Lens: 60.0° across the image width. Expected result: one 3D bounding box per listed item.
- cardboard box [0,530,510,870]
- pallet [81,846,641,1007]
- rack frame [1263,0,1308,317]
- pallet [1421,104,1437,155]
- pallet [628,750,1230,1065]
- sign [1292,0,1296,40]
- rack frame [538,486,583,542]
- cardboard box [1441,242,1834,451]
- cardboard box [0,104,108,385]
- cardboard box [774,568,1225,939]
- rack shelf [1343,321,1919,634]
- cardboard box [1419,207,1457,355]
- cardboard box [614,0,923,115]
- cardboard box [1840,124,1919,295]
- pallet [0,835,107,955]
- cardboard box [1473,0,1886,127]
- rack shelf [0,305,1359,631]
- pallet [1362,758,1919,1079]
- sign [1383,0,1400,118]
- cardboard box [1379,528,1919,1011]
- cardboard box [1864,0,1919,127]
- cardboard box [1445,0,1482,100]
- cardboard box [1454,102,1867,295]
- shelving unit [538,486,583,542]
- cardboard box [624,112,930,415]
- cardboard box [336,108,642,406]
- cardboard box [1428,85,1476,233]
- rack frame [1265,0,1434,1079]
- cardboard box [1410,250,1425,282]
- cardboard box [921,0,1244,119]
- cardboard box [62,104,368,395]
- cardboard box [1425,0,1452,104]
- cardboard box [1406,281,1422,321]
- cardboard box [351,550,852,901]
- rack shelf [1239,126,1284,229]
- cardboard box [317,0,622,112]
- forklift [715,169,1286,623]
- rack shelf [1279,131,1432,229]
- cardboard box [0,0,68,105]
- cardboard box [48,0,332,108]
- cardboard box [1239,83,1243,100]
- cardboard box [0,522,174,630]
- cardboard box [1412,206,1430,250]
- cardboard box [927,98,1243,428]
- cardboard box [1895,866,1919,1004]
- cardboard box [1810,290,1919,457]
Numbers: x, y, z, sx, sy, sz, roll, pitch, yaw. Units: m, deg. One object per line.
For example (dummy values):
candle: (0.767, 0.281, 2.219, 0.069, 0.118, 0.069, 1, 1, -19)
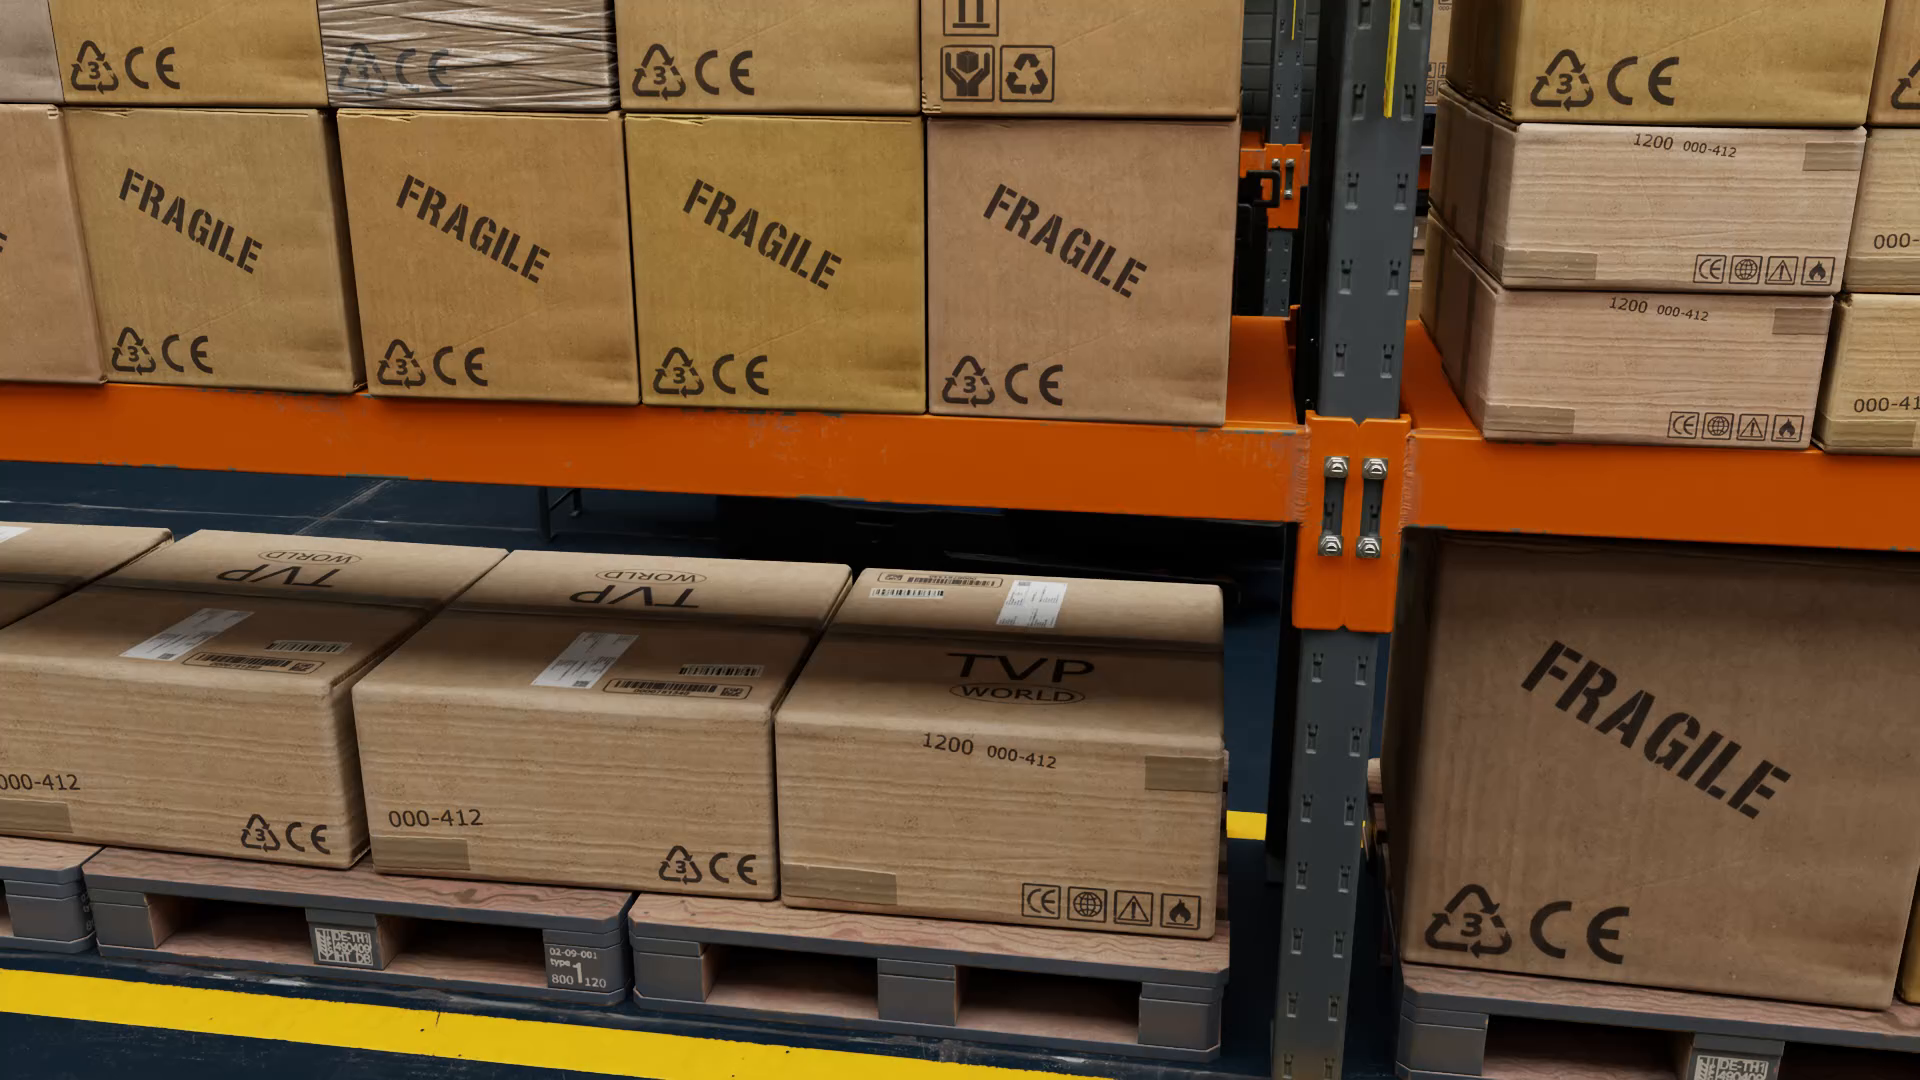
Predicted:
cardboard box: (-1.644, 0.338, 3.943, 0.875, 0.438, 0.875, 3, 19, 10)
pallet: (-1.214, 0.677, 3.948, 1.213, 0.211, 1.003, 3, 19, 9)
rack frame: (1.516, -2.077, 7.785, 0.127, 3.000, 1.000, 3, 19, 9)
pallet: (2.288, -1.912, 7.593, 1.213, 0.211, 1.003, 3, 19, 9)
pallet: (-0.006, 0.737, 3.767, 1.213, 0.211, 1.003, 3, 19, 9)
sign: (1.438, -2.318, 7.138, 0.005, 0.325, 0.100, 3, 19, 9)
rack frame: (-1.544, -0.766, 6.229, 0.023, 1.500, 0.400, 2, 19, 6)
cardboard box: (1.125, -0.346, 2.847, 0.500, 0.250, 0.500, 2, 19, 7)
cardboard box: (-1.785, -0.609, 3.238, 0.500, 0.500, 0.500, 3, 19, 8)
cardboard box: (0.130, 0.428, 3.671, 0.875, 0.438, 0.875, 3, 19, 8)
rack shelf: (2.707, -0.080, 2.950, 4.000, 0.370, 1.077, 3, 19, 9)
cardboard box: (1.216, -0.508, 3.329, 0.500, 0.250, 0.500, 2, 19, 7)
cardboard box: (-0.277, -1.009, 2.858, 0.500, 0.500, 0.500, 3, 19, 8)
cardboard box: (1.642, -0.560, 2.699, 0.500, 0.250, 0.500, 3, 19, 10)
pallet: (-2.415, 0.615, 4.134, 1.213, 0.211, 1.003, 3, 19, 9)
cardboard box: (1.122, -0.932, 2.627, 0.500, 0.500, 0.500, 3, 19, 9)
rack shelf: (-1.242, -0.282, 3.552, 4.000, 0.370, 1.077, 3, 19, 9)
pallet: (1.506, 0.815, 3.534, 1.213, 0.211, 1.003, 3, 19, 9)
sign: (0.646, -0.796, 2.467, 0.005, 0.325, 0.100, 3, 19, 9)
cardboard box: (1.358, 0.292, 3.389, 0.875, 0.875, 0.875, 4, 19, 10)
cardboard box: (1.628, -0.915, 2.576, 0.500, 0.500, 0.500, 3, 19, 8)
cardboard box: (1.214, -1.100, 3.130, 0.500, 0.500, 0.500, 4, 19, 10)
cardboard box: (1.122, -0.578, 2.751, 0.500, 0.250, 0.500, 2, 19, 7)
shelving unit: (-1.180, -0.753, 6.191, 0.755, 1.500, 0.431, 2, 19, 6)
cardboard box: (-0.275, -0.537, 3.023, 0.500, 0.500, 0.500, 2, 19, 7)
cardboard box: (-0.773, -0.558, 3.085, 0.500, 0.500, 0.500, 3, 19, 8)
cardboard box: (1.207, -0.742, 3.242, 0.500, 0.250, 0.500, 3, 19, 9)
rack frame: (0.733, -0.522, 3.137, 0.127, 3.000, 1.000, 3, 19, 9)
cardboard box: (2.114, -1.308, 7.739, 0.250, 0.149, 0.380, 2, 19, 7)
cardboard box: (0.223, -0.981, 2.774, 0.500, 0.500, 0.500, 3, 19, 8)
cardboard box: (-1.288, -0.589, 3.178, 0.500, 0.500, 0.500, 4, 19, 10)
cardboard box: (1.958, -2.230, 7.420, 0.500, 0.500, 0.700, 3, 19, 10)
cardboard box: (1.958, -0.996, 7.831, 0.500, 0.500, 0.500, 4, 19, 11)
cardboard box: (-0.754, 0.384, 3.805, 0.875, 0.438, 0.875, 2, 19, 7)
rack shelf: (-0.458, -1.837, 8.200, 4.000, 0.370, 1.077, 3, 19, 9)
cardboard box: (-0.781, -1.032, 2.926, 0.500, 0.500, 0.500, 3, 19, 9)
forklift: (0.706, -1.299, 5.567, 3.031, 2.935, 1.130, 5, 19, 14)
rack shelf: (3.491, -1.636, 7.598, 4.000, 0.370, 1.077, 3, 19, 9)
cardboard box: (-1.767, -1.084, 3.084, 0.500, 0.500, 0.500, 3, 19, 8)
cardboard box: (-1.275, -1.060, 3.009, 0.500, 0.500, 0.500, 3, 19, 9)
cardboard box: (0.311, -0.675, 3.436, 0.500, 0.500, 0.500, 4, 19, 10)
cardboard box: (-2.549, 0.294, 4.073, 0.875, 0.438, 0.875, 2, 19, 7)
cardboard box: (2.092, -1.440, 7.667, 0.250, 0.149, 0.380, 2, 19, 6)
cardboard box: (0.234, -0.513, 2.951, 0.500, 0.500, 0.500, 3, 19, 9)
cardboard box: (2.251, 0.335, 3.260, 0.875, 0.875, 0.875, 3, 19, 10)
cardboard box: (1.636, -0.321, 2.771, 0.500, 0.250, 0.500, 2, 19, 7)
